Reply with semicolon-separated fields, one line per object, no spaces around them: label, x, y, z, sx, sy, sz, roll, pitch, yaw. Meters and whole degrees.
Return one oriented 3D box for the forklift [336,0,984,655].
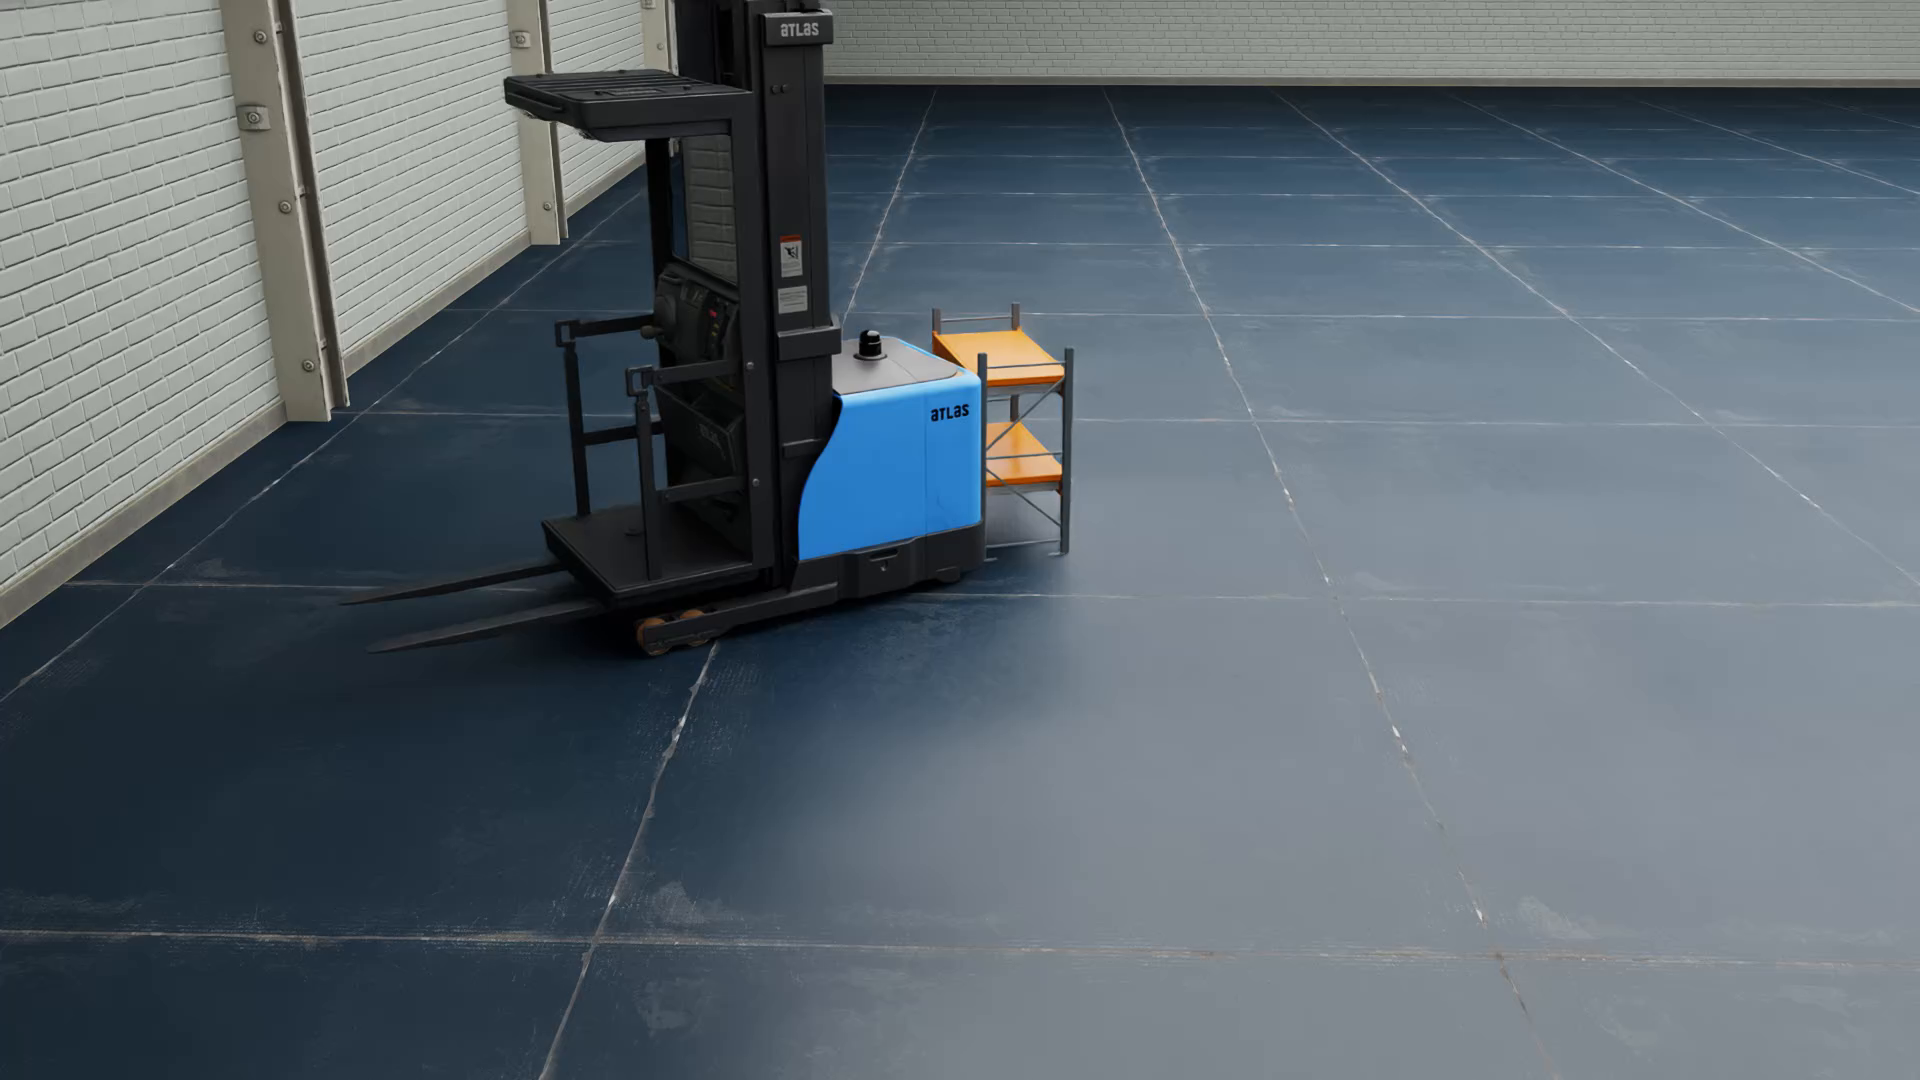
forklift;-1.413;-1.054;7.695;3.031;2.935;1.130;-12;24;-28

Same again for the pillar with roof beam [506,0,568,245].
pillar with roof beam;0.135;-7.179;15.090;9.100;9.000;0.400;1;21;2

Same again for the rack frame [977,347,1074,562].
rack frame;0.334;-0.433;8.589;0.500;1.125;0.032;-5;22;-13

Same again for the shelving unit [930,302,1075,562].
shelving unit;0.213;-0.611;9.050;0.538;1.125;1.048;-5;22;-13

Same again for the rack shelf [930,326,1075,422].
rack shelf;0.213;-0.884;8.944;0.538;0.278;1.000;-5;22;-13

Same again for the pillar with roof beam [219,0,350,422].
pillar with roof beam;-0.048;-5.009;9.499;9.100;9.000;0.400;1;21;2

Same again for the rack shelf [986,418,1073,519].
rack shelf;0.213;-0.383;9.138;0.538;0.278;1.000;-5;22;-13

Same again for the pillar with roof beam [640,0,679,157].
pillar with roof beam;0.317;-9.348;20.682;9.100;9.000;0.400;1;21;2

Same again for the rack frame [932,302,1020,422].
rack frame;0.092;-0.790;9.510;0.500;1.125;0.032;-5;22;-13
